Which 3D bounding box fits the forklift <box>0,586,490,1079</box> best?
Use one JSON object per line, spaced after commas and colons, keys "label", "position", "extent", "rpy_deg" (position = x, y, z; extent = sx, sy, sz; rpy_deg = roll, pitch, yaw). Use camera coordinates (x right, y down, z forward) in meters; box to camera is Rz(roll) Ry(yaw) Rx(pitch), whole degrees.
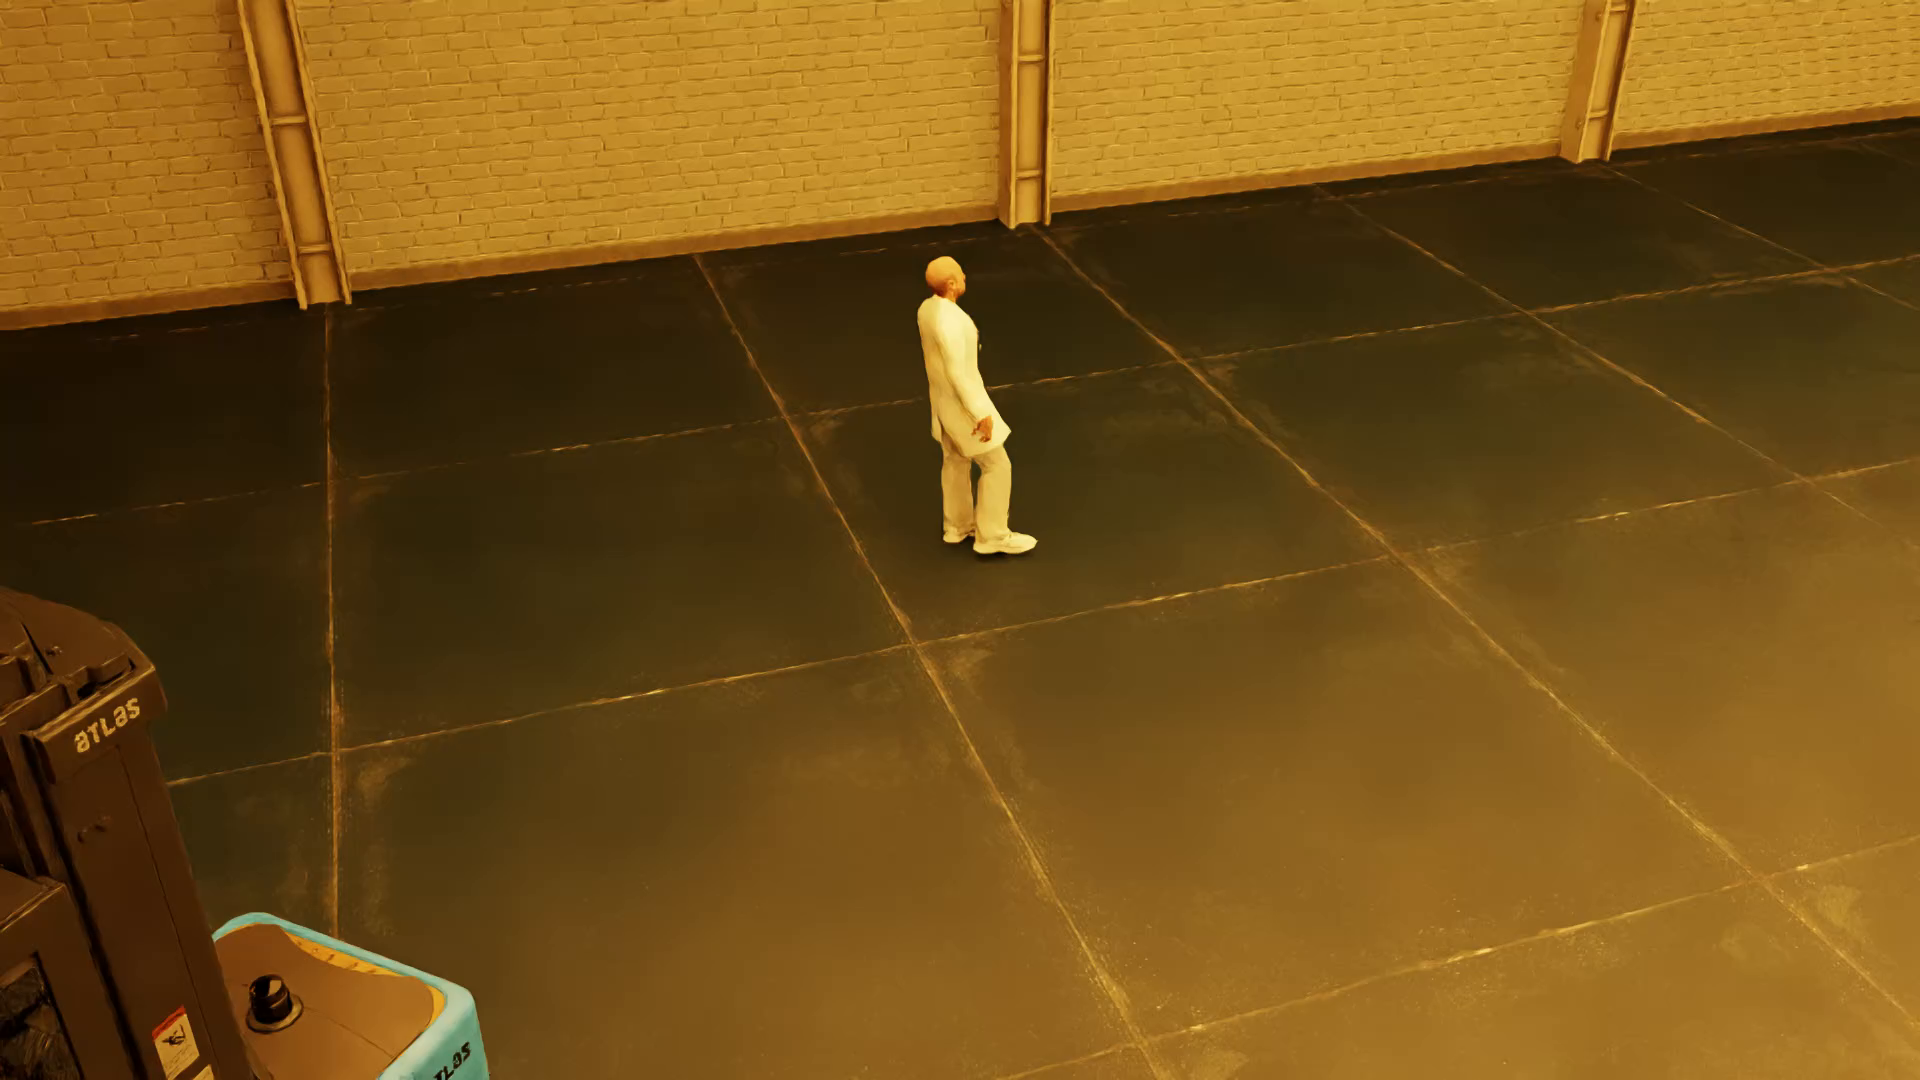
{"label": "forklift", "position": [-2.612, 1.682, 4.163], "extent": [1.130, 2.935, 3.031], "rpy_deg": [13, 32, 21]}

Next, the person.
{"label": "person", "position": [0.085, -0.790, 9.599], "extent": [0.586, 1.775, 0.694], "rpy_deg": [-10, 31, -16]}
